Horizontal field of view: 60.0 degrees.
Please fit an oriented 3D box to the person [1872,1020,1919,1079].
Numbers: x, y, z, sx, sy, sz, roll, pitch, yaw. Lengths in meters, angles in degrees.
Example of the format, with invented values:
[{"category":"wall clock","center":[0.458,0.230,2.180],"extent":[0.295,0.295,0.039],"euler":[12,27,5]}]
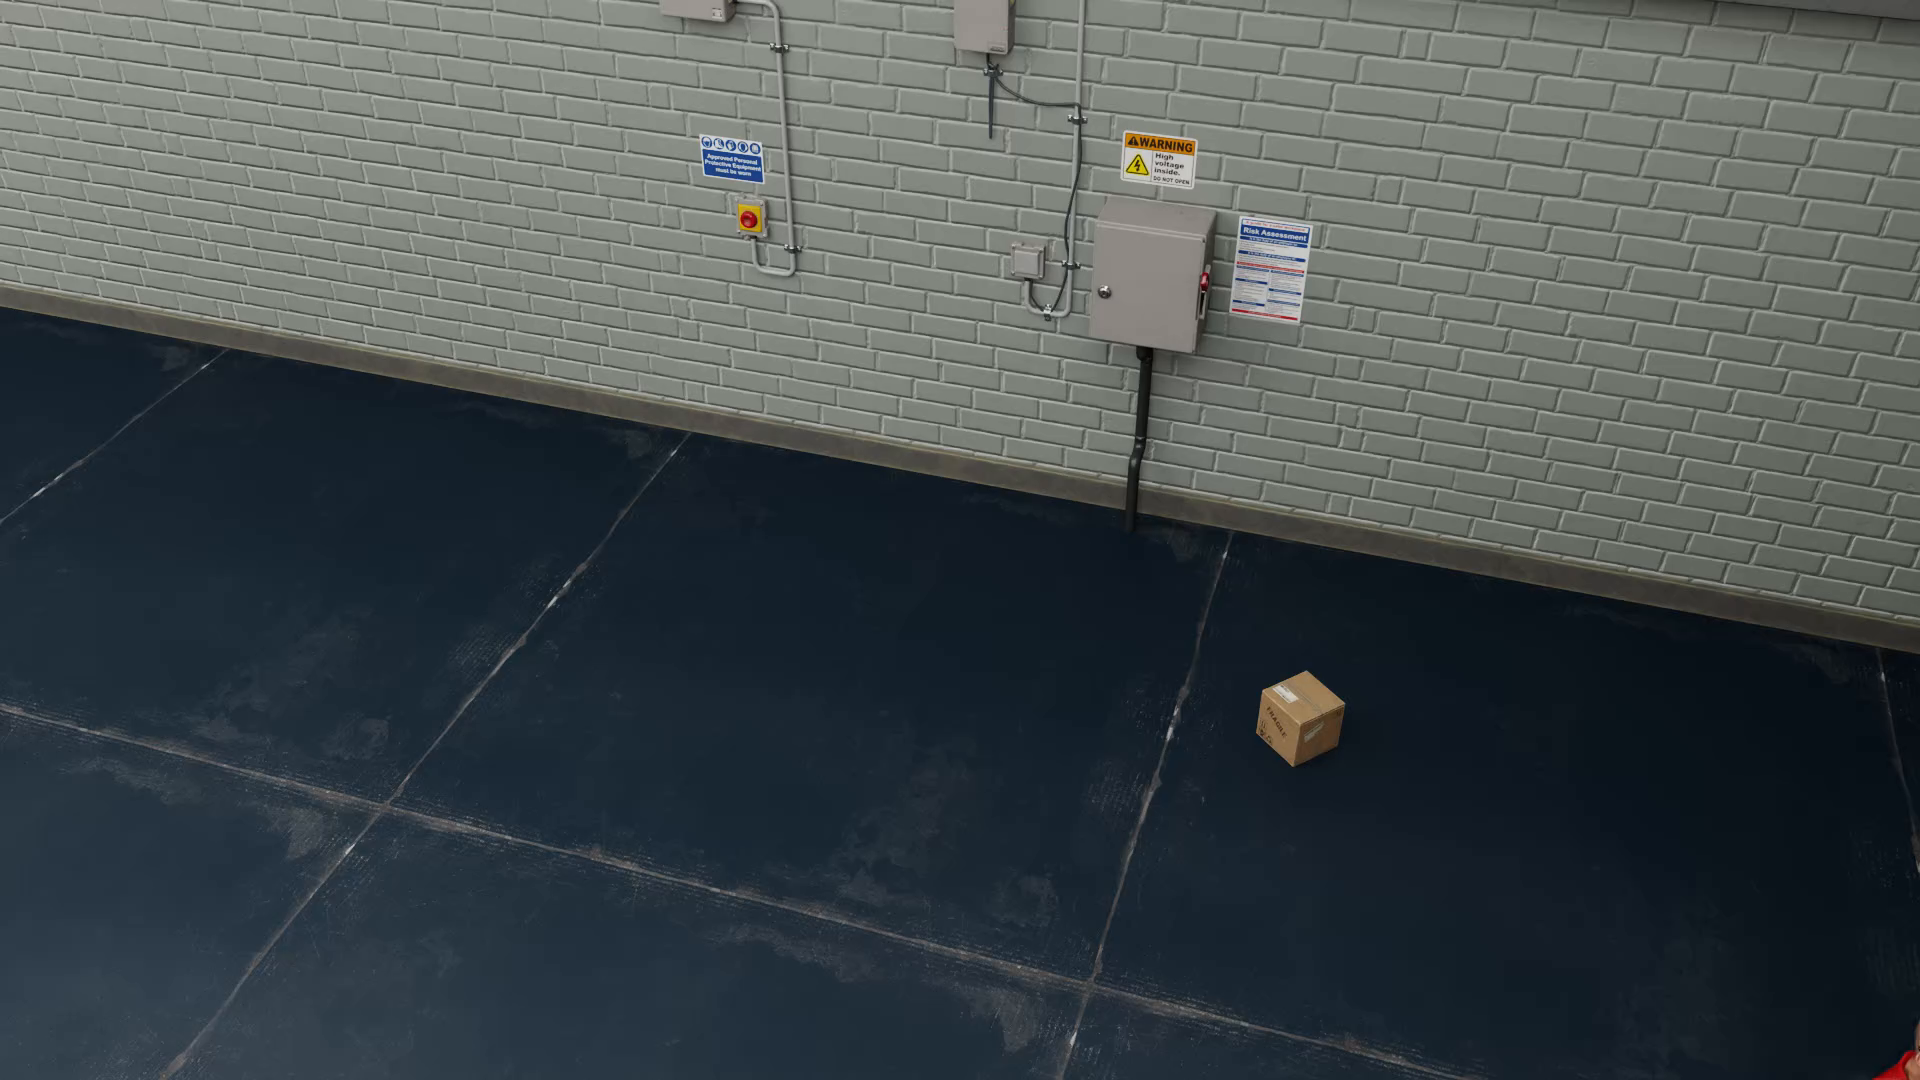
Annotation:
[{"category":"person","center":[2.415,1.852,4.402],"extent":[0.543,1.709,0.565],"euler":[-18,40,-22]}]
